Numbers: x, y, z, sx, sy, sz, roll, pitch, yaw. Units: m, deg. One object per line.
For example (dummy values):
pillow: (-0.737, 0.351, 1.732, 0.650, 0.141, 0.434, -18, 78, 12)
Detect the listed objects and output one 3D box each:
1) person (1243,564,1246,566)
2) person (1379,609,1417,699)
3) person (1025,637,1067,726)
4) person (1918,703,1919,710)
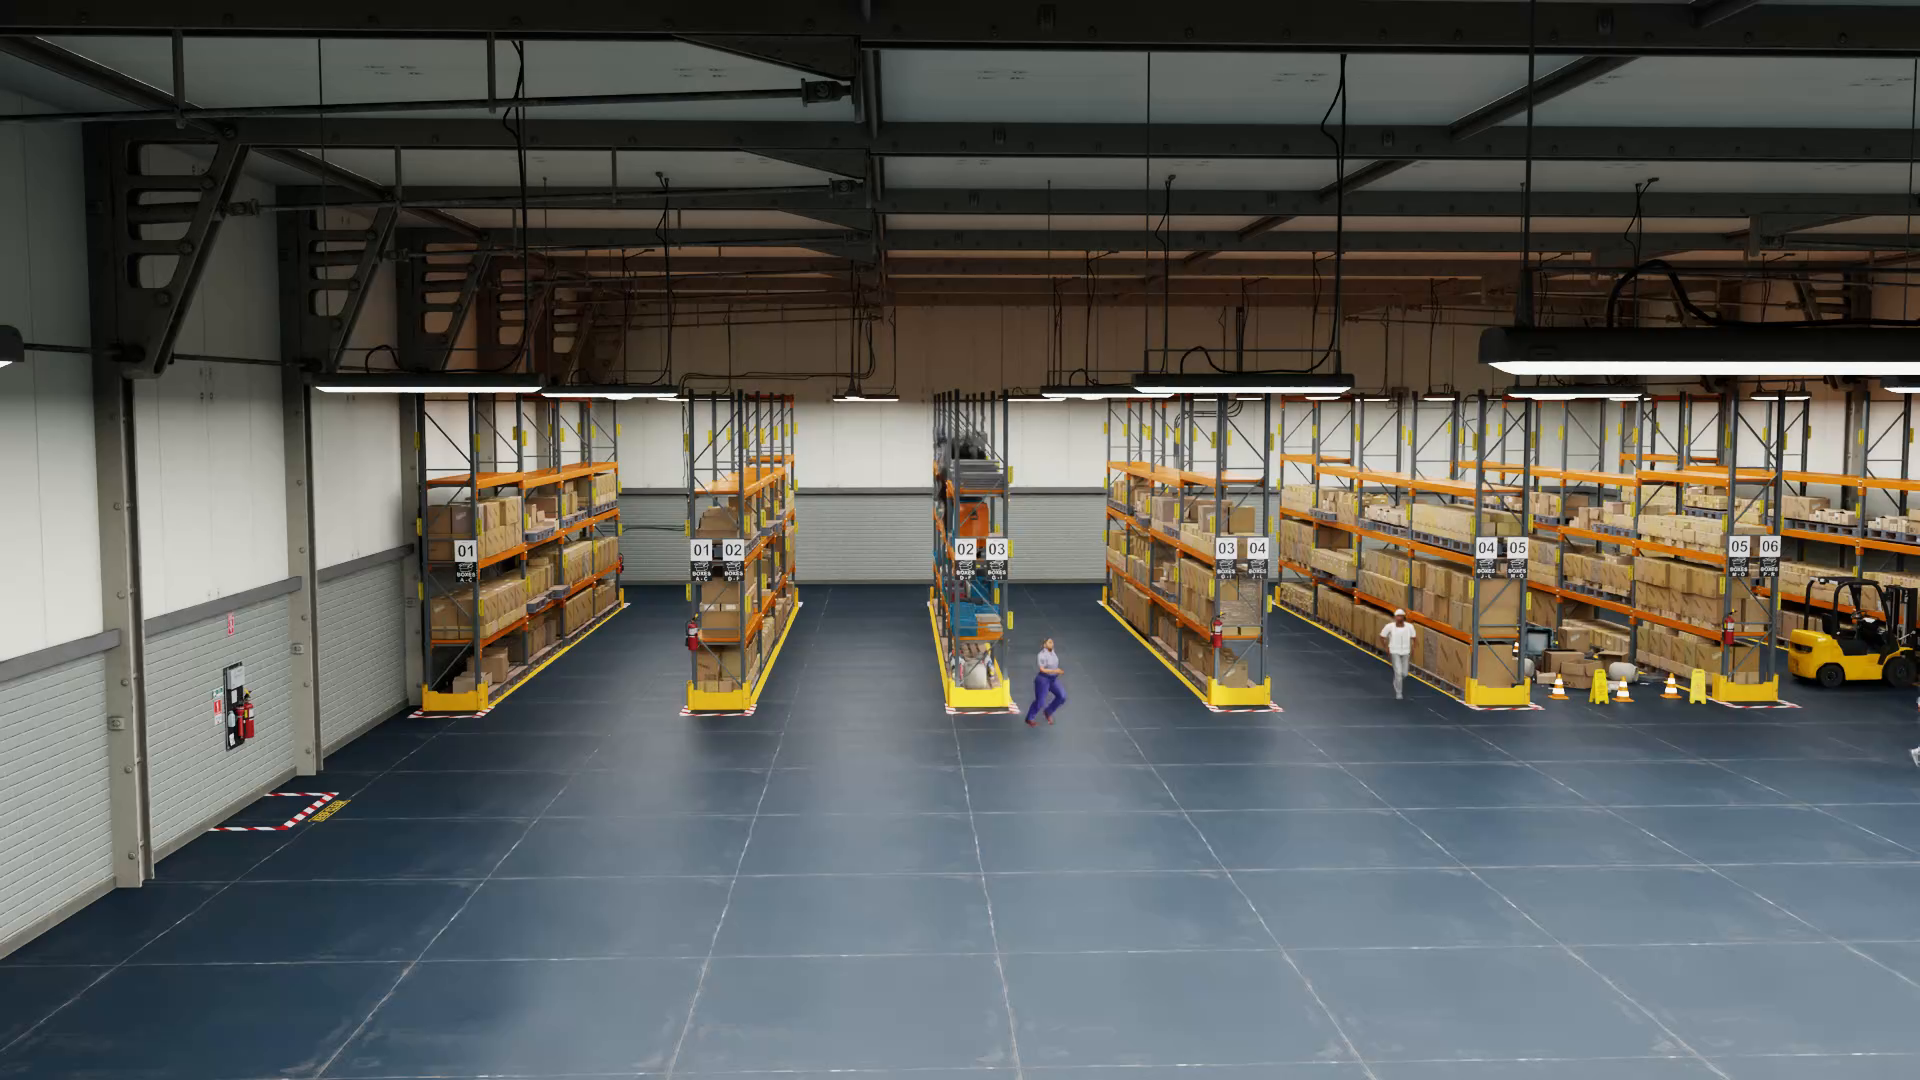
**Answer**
person: (-0.989, 0.419, 44.215, 18.689, 3.423, 2.681, 0, 5, -2)
person: (8.596, 2.206, 32.598, 0.719, 1.735, 0.756, 0, 5, -3)
person: (7.512, 2.193, 33.409, 5.025, 1.632, 14.304, 4, 6, 39)
person: (15.041, 2.460, 25.553, 0.468, 0.849, 0.575, 4, 6, 39)
